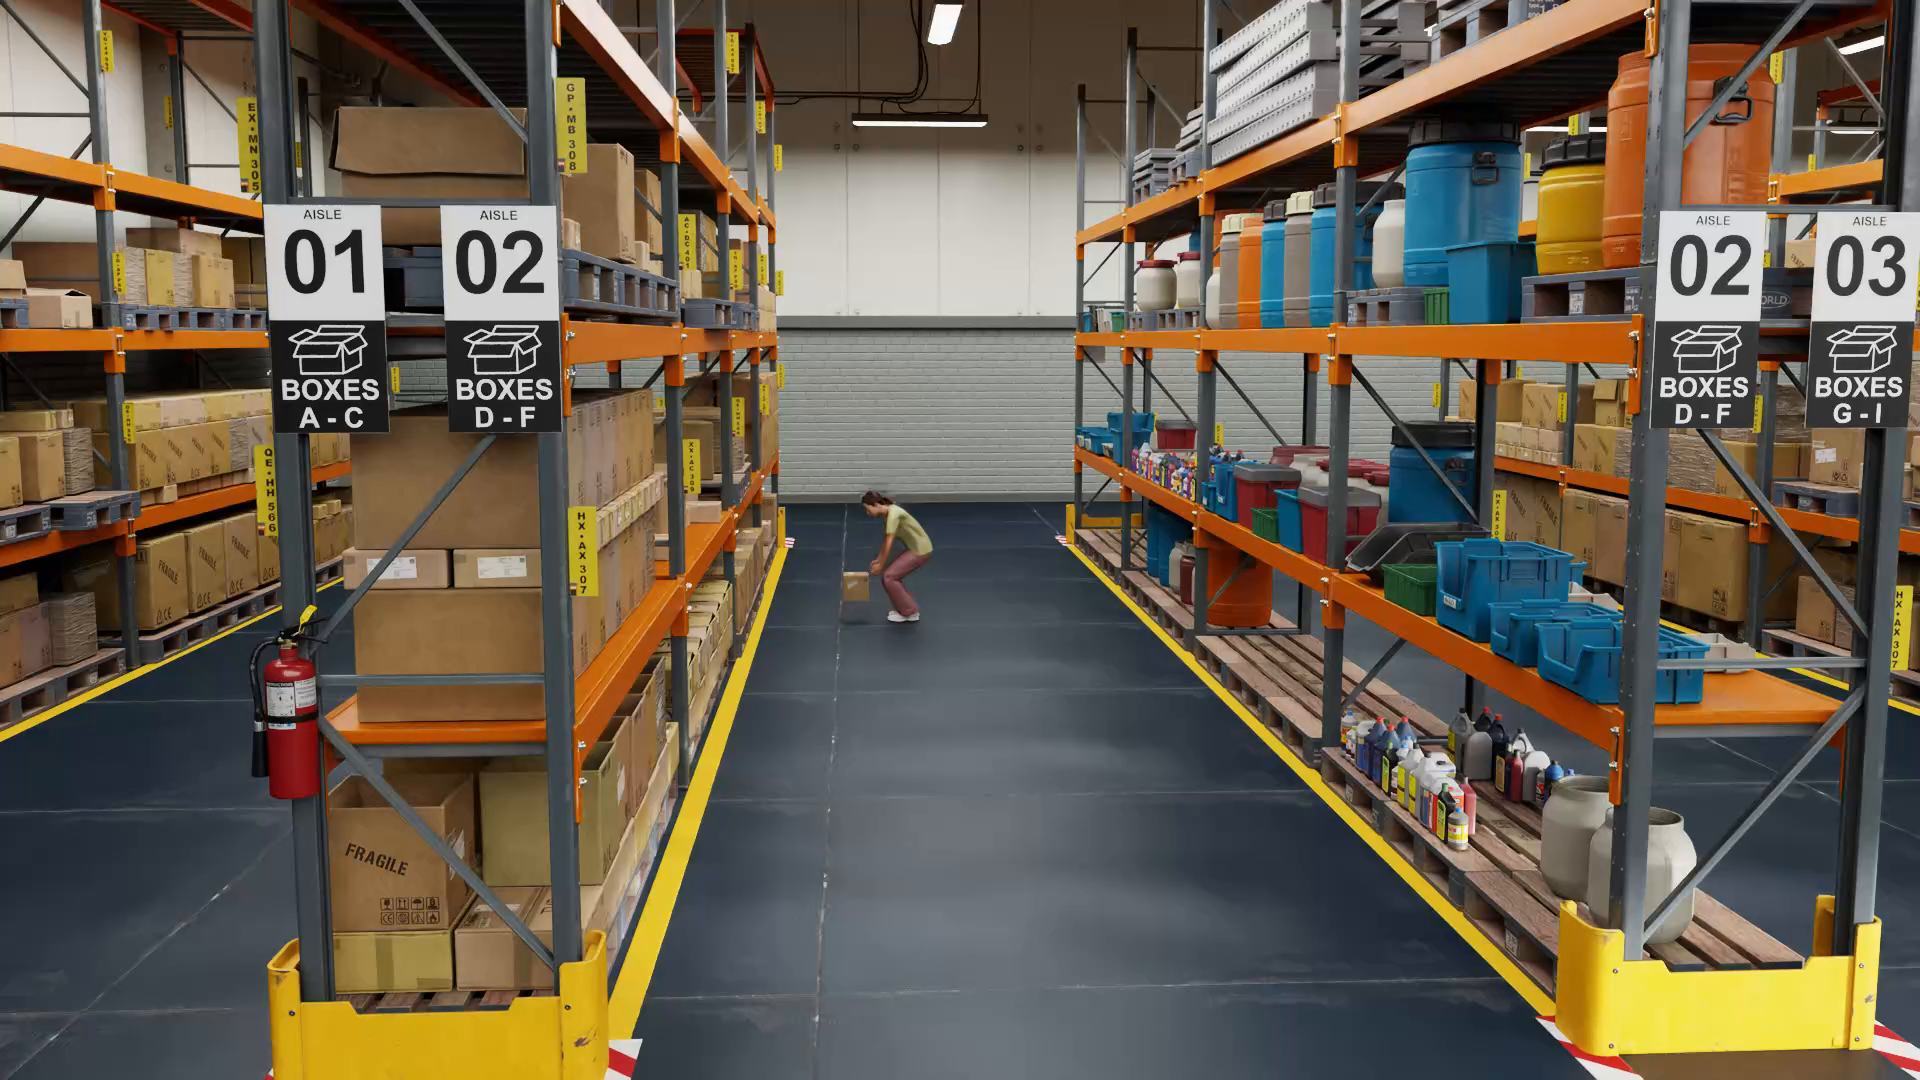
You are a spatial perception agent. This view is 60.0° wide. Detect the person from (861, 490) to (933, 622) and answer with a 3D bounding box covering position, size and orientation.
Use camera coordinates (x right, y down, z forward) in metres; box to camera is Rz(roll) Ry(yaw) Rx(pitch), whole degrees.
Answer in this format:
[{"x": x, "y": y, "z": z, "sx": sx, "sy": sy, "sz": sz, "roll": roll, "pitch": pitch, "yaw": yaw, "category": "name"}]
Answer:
[{"x": -0.610, "y": 0.148, "z": 16.199, "sx": 0.693, "sy": 1.278, "sz": 0.512, "roll": 0, "pitch": 7, "yaw": -4, "category": "person"}]
